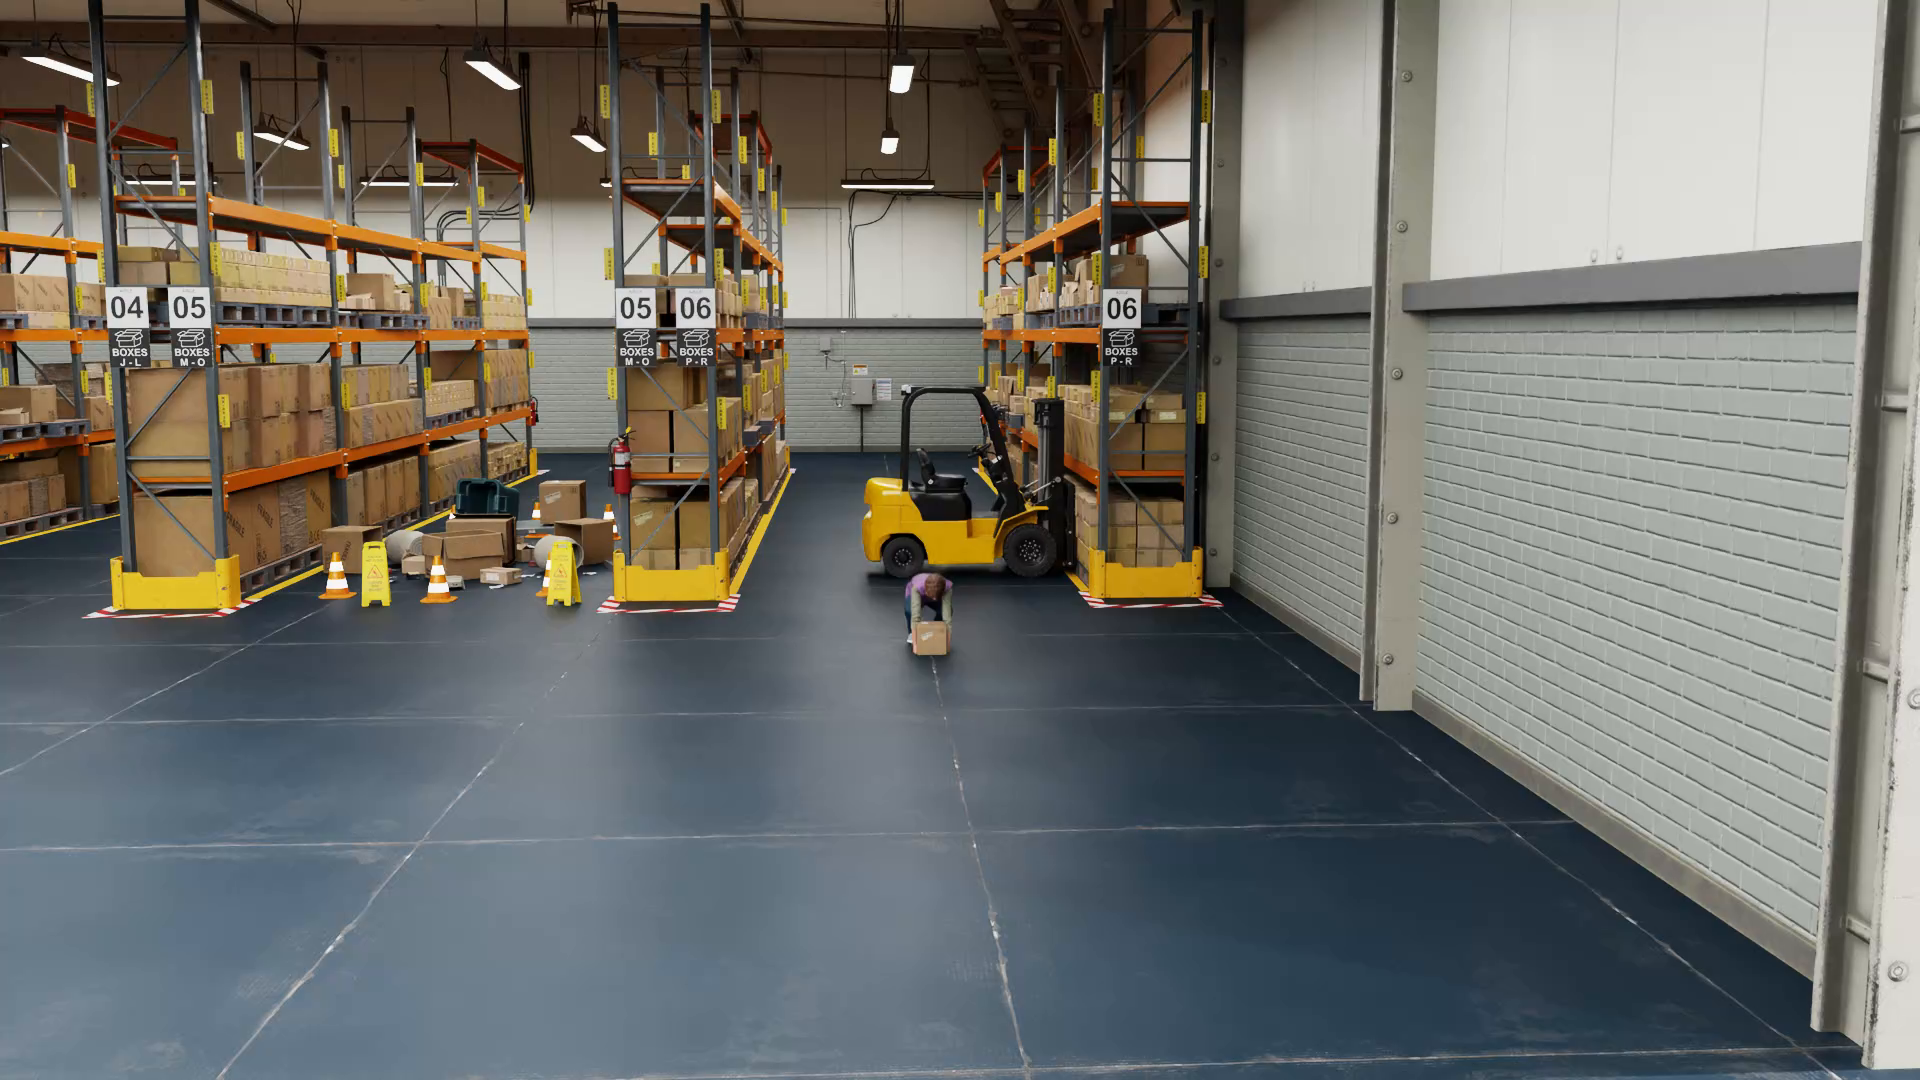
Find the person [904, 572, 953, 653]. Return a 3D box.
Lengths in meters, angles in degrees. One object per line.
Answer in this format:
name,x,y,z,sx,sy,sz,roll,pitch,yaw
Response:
person,-0.282,0.620,14.722,0.428,0.729,0.848,-1,7,-5
